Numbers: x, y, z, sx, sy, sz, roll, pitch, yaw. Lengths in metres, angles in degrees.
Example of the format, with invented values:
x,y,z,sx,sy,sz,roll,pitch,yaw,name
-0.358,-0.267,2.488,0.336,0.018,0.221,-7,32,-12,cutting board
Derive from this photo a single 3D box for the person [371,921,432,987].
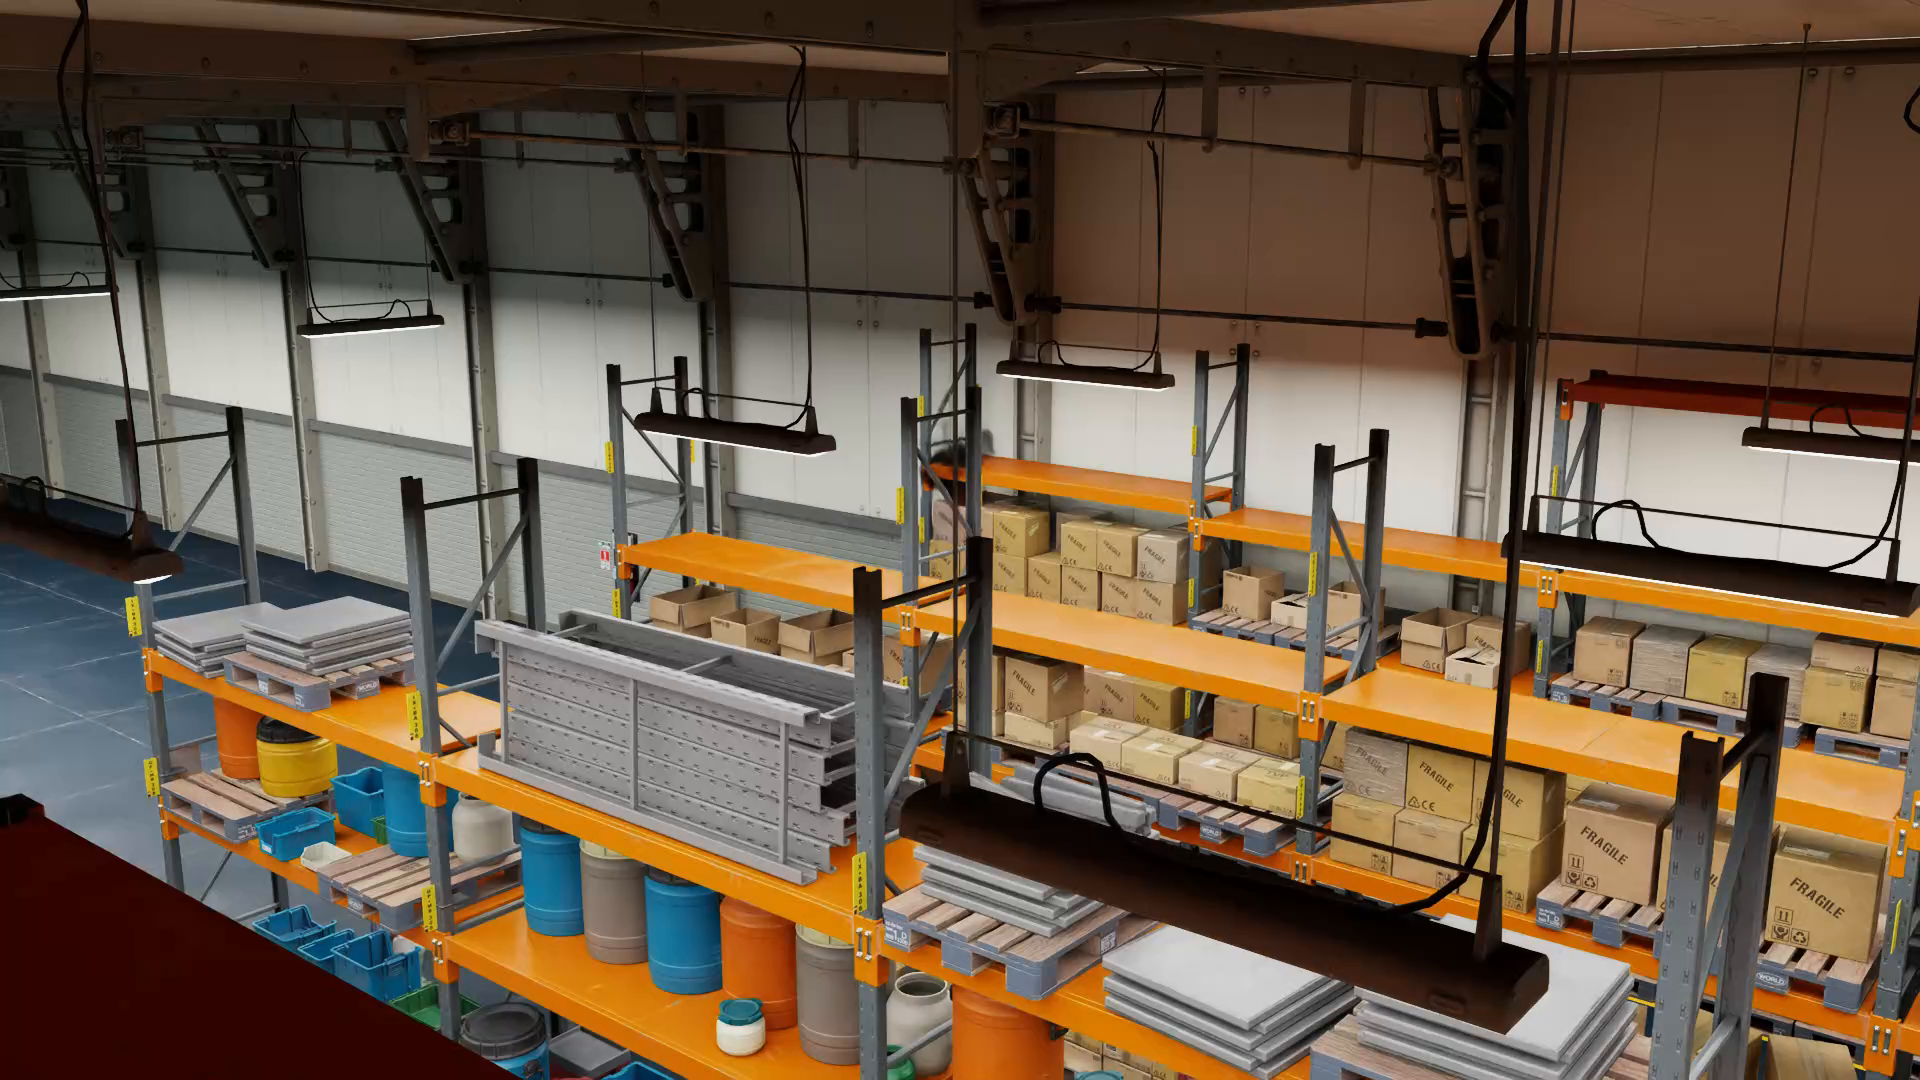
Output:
x,y,z,sx,sy,sz,roll,pitch,yaw,name
-5.196,3.801,15.516,0.750,1.768,0.663,6,14,25,person
